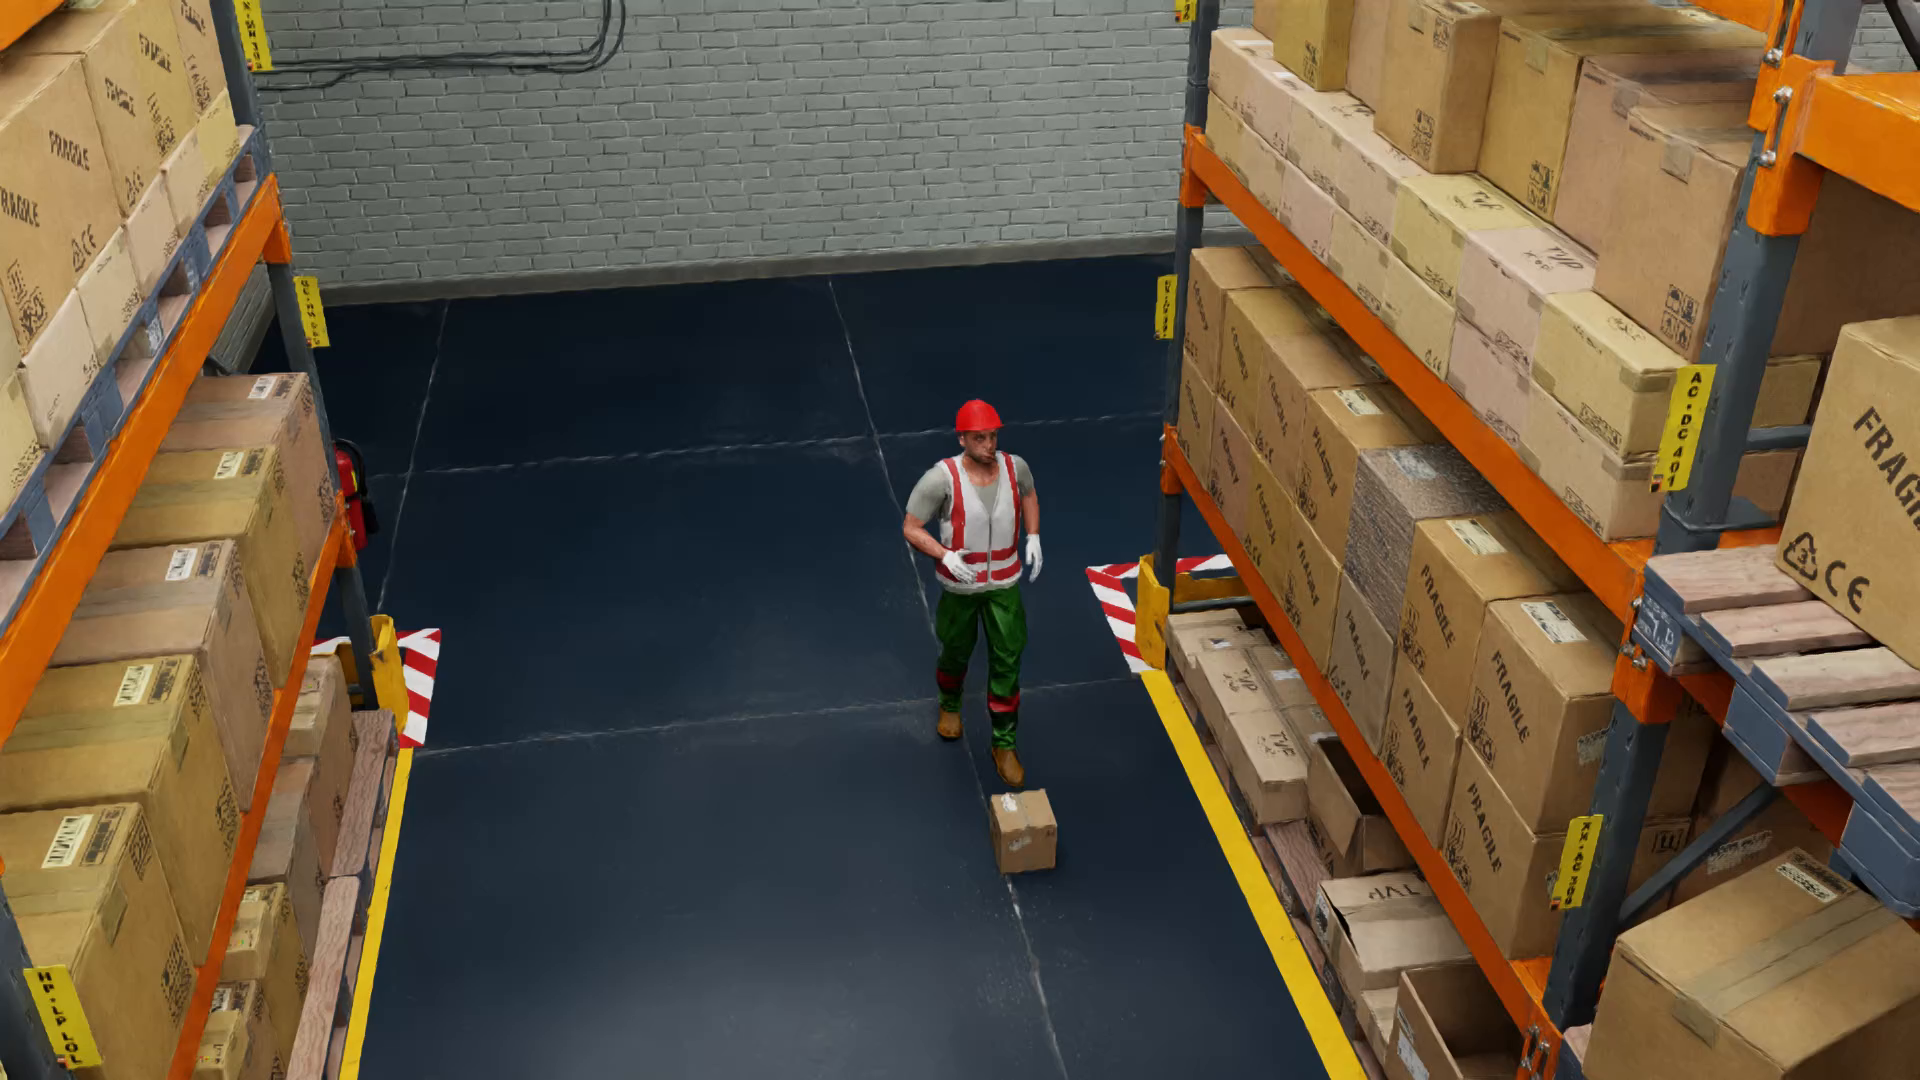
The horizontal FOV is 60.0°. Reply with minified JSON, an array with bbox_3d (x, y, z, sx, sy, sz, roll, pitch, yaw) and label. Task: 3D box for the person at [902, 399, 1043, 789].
[{"bbox_3d":[0.129,0.246,7.701,0.709,1.794,0.710,-10,32,-16],"label":"person"}]
